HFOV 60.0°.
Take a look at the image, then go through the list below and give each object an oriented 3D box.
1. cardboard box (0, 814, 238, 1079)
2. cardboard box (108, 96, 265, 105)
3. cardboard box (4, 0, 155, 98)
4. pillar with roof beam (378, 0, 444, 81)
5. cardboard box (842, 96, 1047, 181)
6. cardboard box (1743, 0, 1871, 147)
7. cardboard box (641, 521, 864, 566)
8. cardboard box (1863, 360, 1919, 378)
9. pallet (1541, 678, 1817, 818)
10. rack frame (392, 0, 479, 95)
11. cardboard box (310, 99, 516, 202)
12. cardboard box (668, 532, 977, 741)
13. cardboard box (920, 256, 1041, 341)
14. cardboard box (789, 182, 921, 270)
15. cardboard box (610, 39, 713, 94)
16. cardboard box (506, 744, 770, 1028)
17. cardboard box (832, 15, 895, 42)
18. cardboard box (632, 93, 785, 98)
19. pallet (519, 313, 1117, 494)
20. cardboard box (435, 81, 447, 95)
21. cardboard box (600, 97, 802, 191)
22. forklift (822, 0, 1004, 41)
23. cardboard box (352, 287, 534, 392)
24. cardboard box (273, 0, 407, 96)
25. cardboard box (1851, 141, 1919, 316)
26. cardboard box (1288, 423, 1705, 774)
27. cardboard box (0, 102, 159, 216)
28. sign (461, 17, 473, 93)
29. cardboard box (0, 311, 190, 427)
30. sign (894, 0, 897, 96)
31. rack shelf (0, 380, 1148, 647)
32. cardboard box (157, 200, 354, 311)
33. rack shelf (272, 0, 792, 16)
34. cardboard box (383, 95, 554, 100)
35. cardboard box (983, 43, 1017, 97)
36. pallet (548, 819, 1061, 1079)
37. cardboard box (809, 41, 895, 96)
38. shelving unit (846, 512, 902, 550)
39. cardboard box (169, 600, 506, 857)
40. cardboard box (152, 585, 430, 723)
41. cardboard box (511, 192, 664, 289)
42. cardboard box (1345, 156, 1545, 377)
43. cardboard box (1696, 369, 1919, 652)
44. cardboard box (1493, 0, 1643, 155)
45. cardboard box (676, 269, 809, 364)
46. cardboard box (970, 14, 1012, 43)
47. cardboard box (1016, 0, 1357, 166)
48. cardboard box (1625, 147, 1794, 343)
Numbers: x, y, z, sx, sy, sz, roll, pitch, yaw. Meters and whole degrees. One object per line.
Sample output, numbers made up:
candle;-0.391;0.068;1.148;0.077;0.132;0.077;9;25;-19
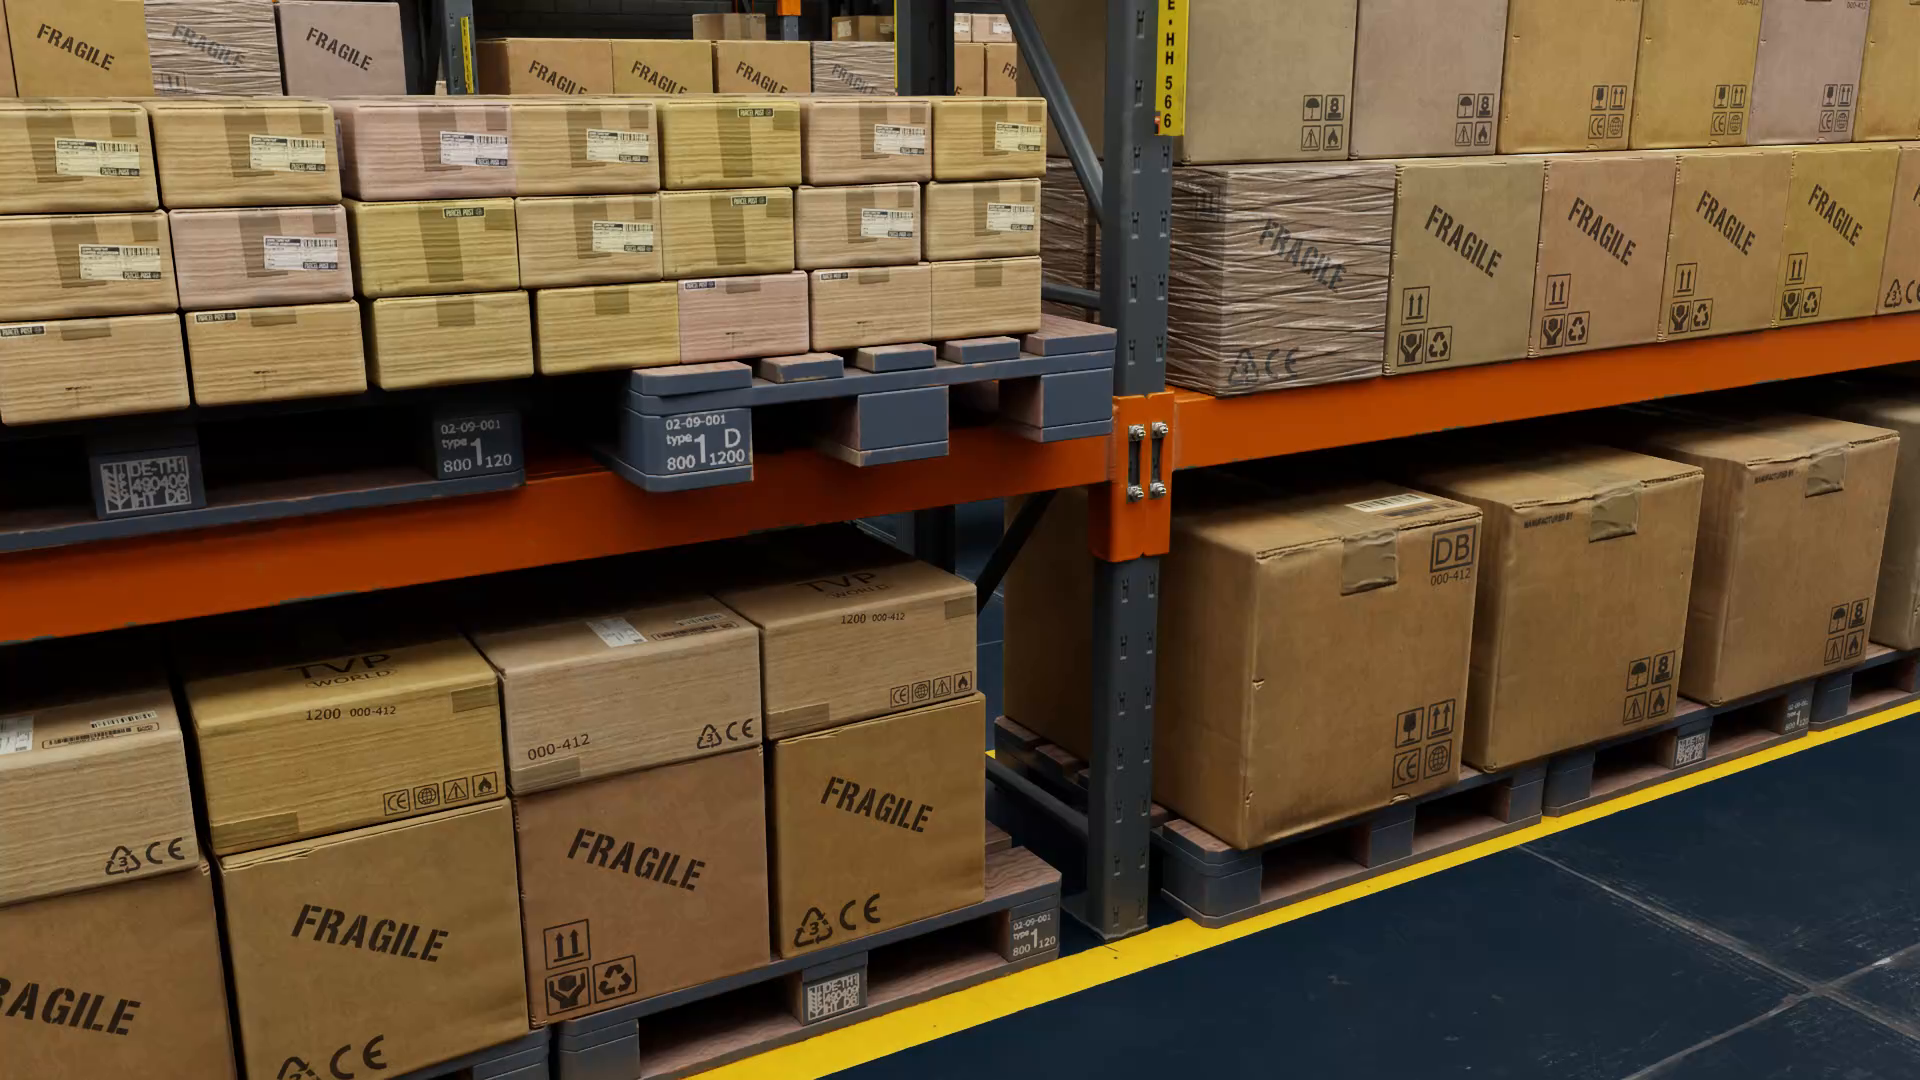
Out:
cardboard box;-1.619;0.763;2.983;0.500;0.500;0.500;-9;18;-29
cardboard box;-1.476;-0.768;3.179;0.250;0.149;0.380;-9;18;-28
cardboard box;-3.664;-1.991;6.917;0.500;0.500;0.500;-9;18;-30
pillar with roof beam;-2.180;-5.165;9.162;0.400;9.000;9.100;-9;18;-30
cardboard box;-0.039;-0.797;3.280;0.250;0.149;0.380;-10;19;-32
cardboard box;2.278;-1.476;5.081;0.500;0.500;0.700;-9;18;-29
cardboard box;-0.570;0.077;4.042;0.500;0.250;0.500;-10;19;-32
cardboard box;4.149;-0.410;6.472;0.875;0.875;0.875;-9;18;-29
pallet;1.905;0.479;5.310;1.213;0.211;1.003;-9;18;-30
rack frame;-2.490;-1.734;8.040;0.127;3.000;1.000;-9;18;-30
cardboard box;-0.916;-0.656;2.777;0.250;0.149;0.380;-9;18;-30
cardboard box;-0.306;0.193;3.628;0.500;0.250;0.500;-10;18;-31
cardboard box;-0.041;-0.509;3.357;0.250;0.149;0.380;-9;18;-29
cardboard box;-0.271;-0.616;3.187;0.250;0.149;0.380;-8;18;-28
cardboard box;-1.543;-2.211;8.226;0.500;0.500;0.500;-8;18;-27
cardboard box;-0.731;0.622;3.488;0.500;0.500;0.500;-8;18;-27
cardboard box;-0.525;-2.838;9.260;0.250;0.149;0.380;-8;18;-27
cardboard box;-0.579;-0.913;3.696;0.250;0.149;0.380;-10;18;-31
pallet;-0.411;-0.387;3.589;1.003;0.211;1.213;-9;18;-30
cardboard box;-3.972;-3.337;12.371;0.250;0.149;0.380;-9;18;-29
cardboard box;-0.480;-0.726;3.027;0.250;0.149;0.380;-9;18;-28
forklift;-0.185;-2.912;12.368;3.031;2.935;1.130;-12;20;-36
cardboard box;-0.920;-0.368;2.852;0.250;0.149;0.380;-10;19;-32
cardboard box;-2.799;-2.132;7.419;0.500;0.500;0.500;-10;18;-31
cardboard box;2.831;-1.003;5.244;0.500;0.500;0.500;-9;18;-30
cardboard box;1.461;0.092;4.915;0.750;0.750;1.050;-9;18;-29
cardboard box;-1.372;-0.581;2.512;0.250;0.149;0.380;-9;18;-28
sign;-2.202;-2.164;7.427;0.005;0.325;0.100;-9;18;-30
cardboard box;-1.375;-0.294;2.588;0.250;0.149;0.380;-10;19;-32
sign;-0.143;-1.289;4.304;0.005;0.325;0.100;-9;18;-30
rack shelf;-1.569;0.021;3.109;4.000;0.370;1.077;-9;18;-30
cardboard box;-1.148;-0.474;2.679;0.250;0.149;0.380;-9;18;-28
rack shelf;-3.336;-4.258;12.819;4.000;0.370;1.077;-9;18;-30
cardboard box;-1.019;-0.844;3.447;0.250;0.149;0.380;-10;19;-32
cardboard box;0.236;-2.497;9.247;0.500;0.500;0.500;-9;18;-29
pallet;-0.525;0.848;3.994;1.213;0.211;1.003;-9;18;-30
cardboard box;-0.658;-2.354;8.736;0.500;0.500;0.500;-10;19;-32
shelving unit;0.073;-0.734;7.250;1.048;1.500;0.538;-9;18;-30
cardboard box;-1.177;0.333;3.130;0.500;0.250;0.500;-9;18;-28
cardboard box;-1.436;0.213;3.555;0.500;0.250;0.500;-9;18;-29
cardboard box;-0.710;-0.544;2.930;0.250;0.149;0.380;-9;18;-30
cardboard box;1.104;-0.723;4.245;0.500;0.500;0.500;-9;18;-30
cardboard box;3.088;-0.171;5.853;0.750;0.750;1.050;-9;18;-30
cardboard box;1.407;-1.335;4.578;0.500;0.500;0.700;-10;18;-31
cardboard box;-0.475;-0.440;3.108;0.250;0.149;0.380;-9;18;-29
cardboard box;0.075;-2.781;9.057;0.250;0.149;0.380;-10;18;-31
cardboard box;0.535;-1.193;4.070;0.500;0.500;0.700;-9;18;-30
cardboard box;1.964;-0.861;4.740;0.500;0.500;0.500;-9;18;-30
